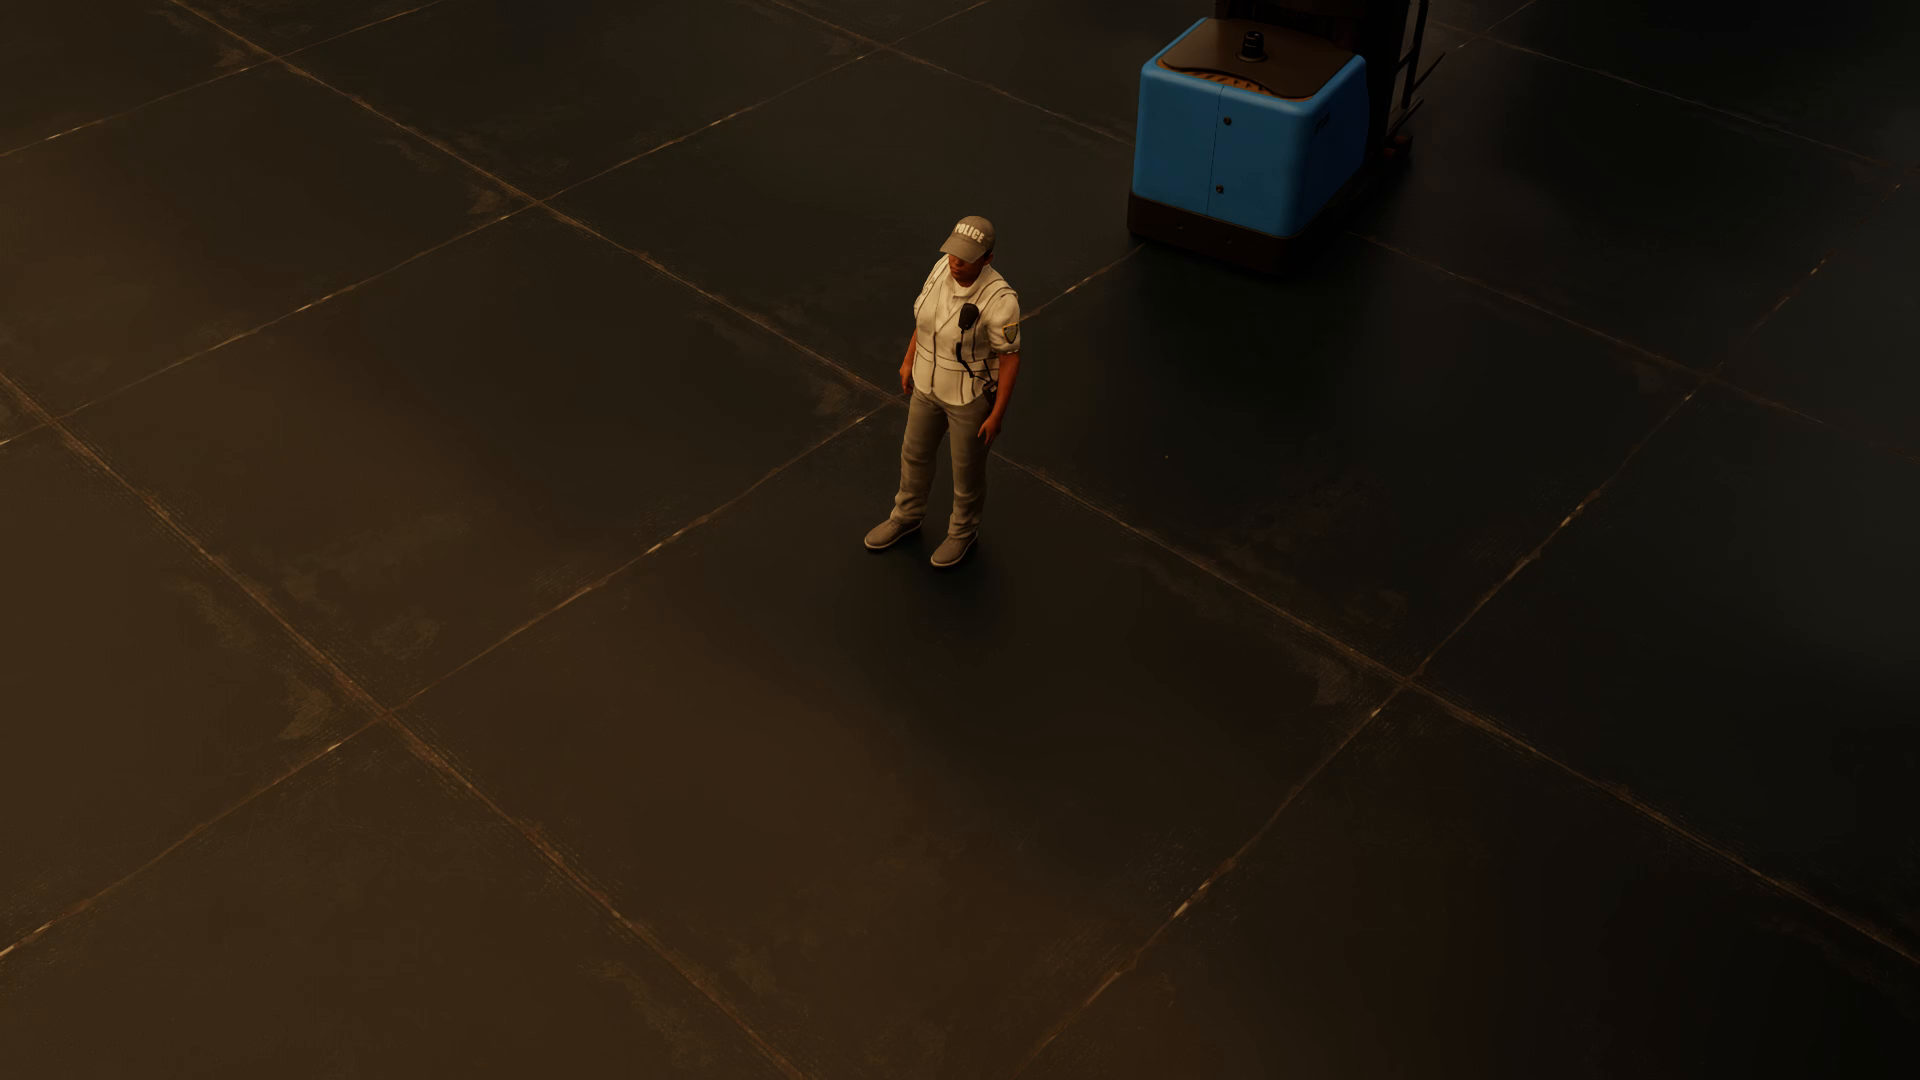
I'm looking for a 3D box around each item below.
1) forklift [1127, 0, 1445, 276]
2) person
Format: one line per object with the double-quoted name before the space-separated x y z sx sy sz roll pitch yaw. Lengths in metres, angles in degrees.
"forklift" 2.179 -3.524 9.536 1.130 2.935 3.031 22 45 24
"person" -0.069 -0.611 7.101 0.598 1.670 0.529 31 49 31
